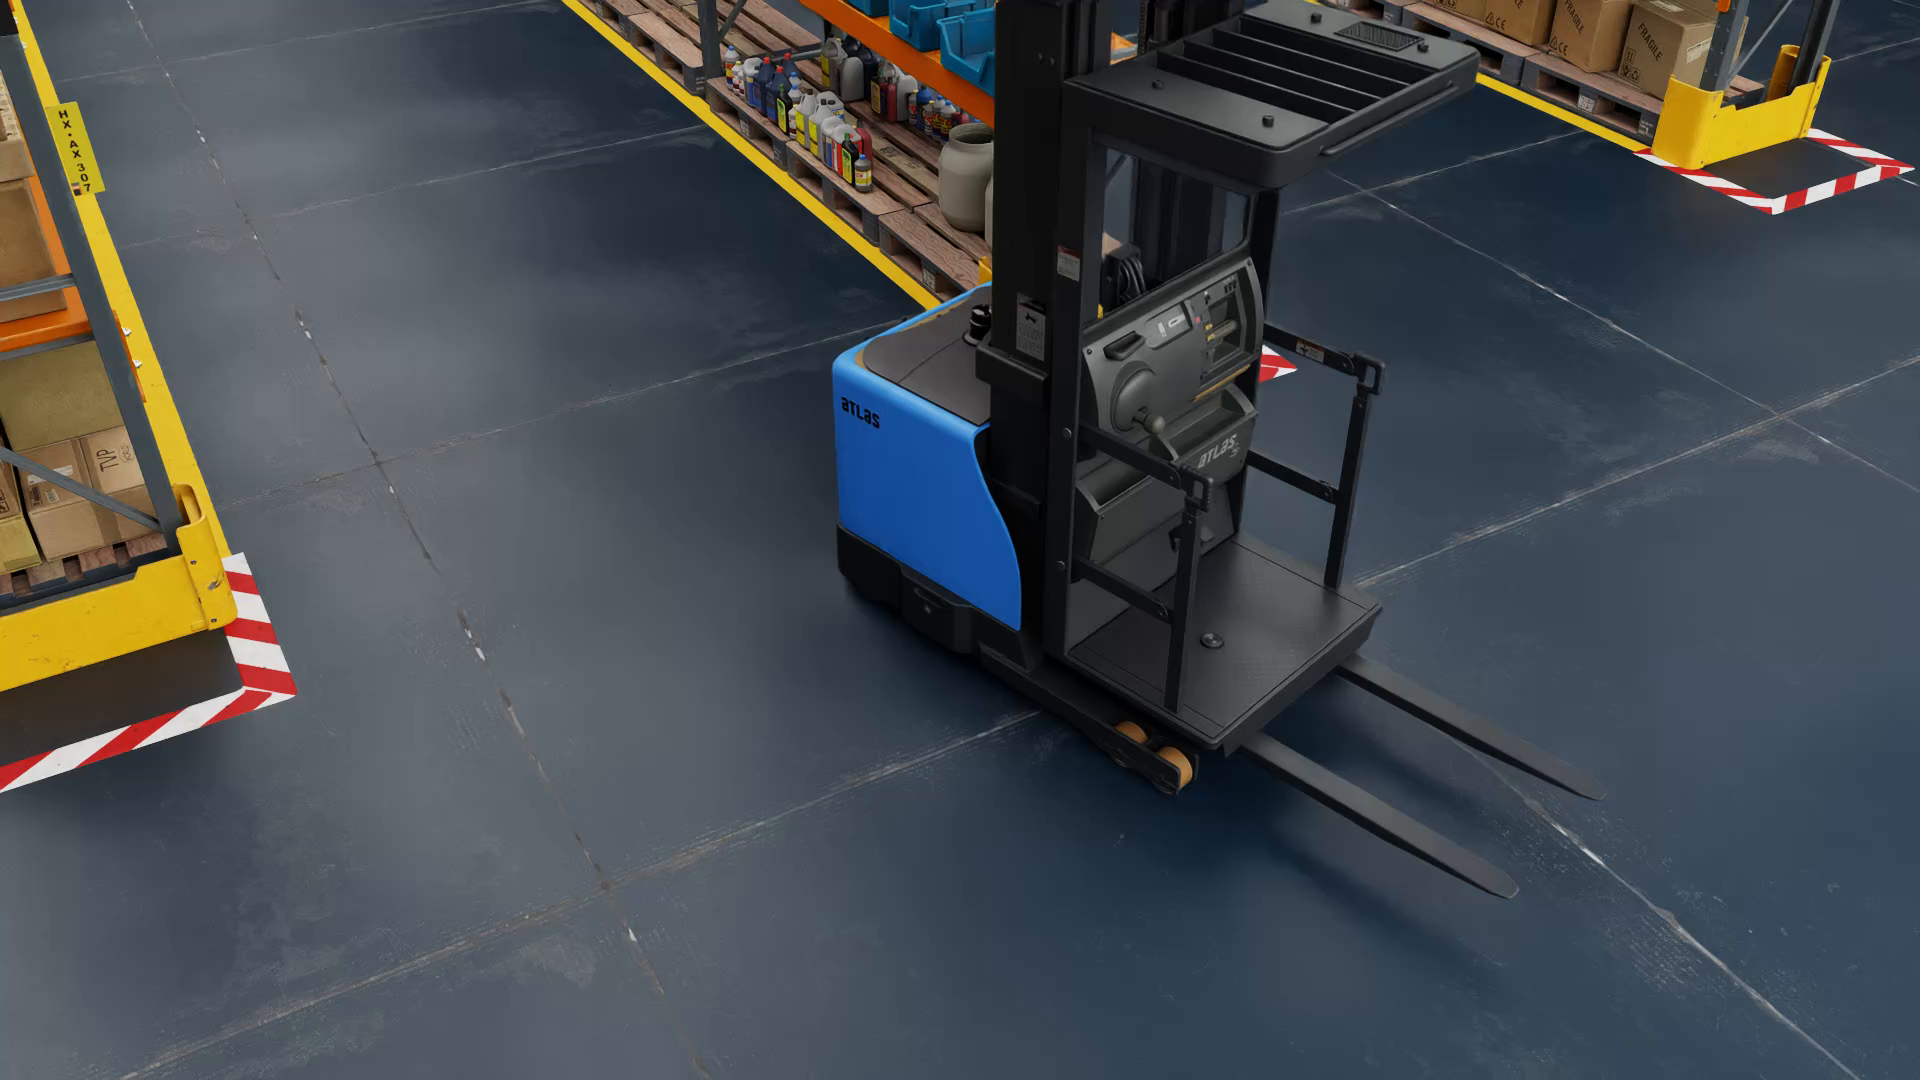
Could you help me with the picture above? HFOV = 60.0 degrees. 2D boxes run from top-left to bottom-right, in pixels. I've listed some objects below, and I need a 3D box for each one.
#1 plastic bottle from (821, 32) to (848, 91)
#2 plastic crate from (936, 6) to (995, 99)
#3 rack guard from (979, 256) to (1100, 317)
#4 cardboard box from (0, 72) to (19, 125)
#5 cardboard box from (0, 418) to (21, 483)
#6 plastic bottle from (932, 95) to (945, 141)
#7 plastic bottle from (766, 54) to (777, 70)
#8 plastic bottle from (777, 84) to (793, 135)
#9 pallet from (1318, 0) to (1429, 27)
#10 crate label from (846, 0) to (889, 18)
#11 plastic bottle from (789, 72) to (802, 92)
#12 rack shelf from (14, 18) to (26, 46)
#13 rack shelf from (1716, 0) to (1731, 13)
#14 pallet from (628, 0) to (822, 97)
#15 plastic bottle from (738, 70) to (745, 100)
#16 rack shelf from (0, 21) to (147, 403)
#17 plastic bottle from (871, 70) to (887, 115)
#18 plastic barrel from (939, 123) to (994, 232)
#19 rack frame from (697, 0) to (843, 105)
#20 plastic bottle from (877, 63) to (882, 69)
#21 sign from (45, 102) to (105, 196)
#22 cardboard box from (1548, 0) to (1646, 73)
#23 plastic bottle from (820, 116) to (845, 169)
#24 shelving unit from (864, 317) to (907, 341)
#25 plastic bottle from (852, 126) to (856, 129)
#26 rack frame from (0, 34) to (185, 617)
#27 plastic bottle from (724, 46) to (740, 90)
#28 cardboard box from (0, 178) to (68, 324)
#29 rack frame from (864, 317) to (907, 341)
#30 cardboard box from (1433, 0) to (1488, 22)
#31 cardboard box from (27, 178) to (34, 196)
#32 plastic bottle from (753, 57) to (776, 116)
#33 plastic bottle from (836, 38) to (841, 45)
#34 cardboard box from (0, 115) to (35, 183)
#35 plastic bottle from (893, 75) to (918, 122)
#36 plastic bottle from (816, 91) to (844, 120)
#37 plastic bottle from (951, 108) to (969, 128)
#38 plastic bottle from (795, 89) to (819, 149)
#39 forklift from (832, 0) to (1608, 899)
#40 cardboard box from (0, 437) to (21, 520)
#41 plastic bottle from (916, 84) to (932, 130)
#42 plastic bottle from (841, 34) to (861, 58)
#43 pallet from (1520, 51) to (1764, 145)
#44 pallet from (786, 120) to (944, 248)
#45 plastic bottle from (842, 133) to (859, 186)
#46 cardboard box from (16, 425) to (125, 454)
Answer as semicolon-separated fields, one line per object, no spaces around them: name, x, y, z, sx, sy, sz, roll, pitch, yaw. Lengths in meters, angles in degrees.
plastic bottle;-0.820;-3.136;10.873;0.144;0.351;0.185;-19;40;-24
plastic crate;0.231;-2.380;8.092;0.499;0.251;0.616;-19;40;-24
rack guard;0.662;-1.289;8.591;1.175;0.500;0.348;-19;40;-24
cardboard box;-3.814;-1.636;6.312;0.380;0.149;0.250;-19;40;-24
cardboard box;-4.330;-0.305;7.099;0.500;0.250;0.500;-19;40;-24
plastic bottle;-0.123;-2.593;10.197;0.097;0.271;0.097;0;36;0
plastic bottle;-1.210;-2.977;10.713;0.061;0.283;0.133;-19;40;-24
plastic bottle;-1.080;-2.667;10.289;0.061;0.283;0.133;-17;39;-22
pallet;3.382;-4.323;12.991;1.003;0.211;1.213;-19;40;-24
crate label;-0.417;-3.147;8.985;0.502;0.435;0.616;-19;40;-24
plastic bottle;-1.045;-2.817;10.504;0.097;0.271;0.097;0;36;0
rack shelf;-6.558;-3.577;10.215;1.077;0.370;4.000;-19;40;-24
rack shelf;4.019;-4.471;11.438;1.077;0.370;4.000;-19;40;-24
pallet;-1.697;-3.577;11.968;1.003;0.211;1.213;-19;40;-24
plastic bottle;-1.385;-2.965;10.766;0.097;0.201;0.097;0;36;0
rack shelf;-4.548;-1.538;7.422;1.077;0.370;4.000;-19;40;-24
plastic bottle;-0.513;-2.845;10.533;0.061;0.283;0.133;-19;40;-24
plastic barrel;0.093;-2.007;9.209;0.421;0.512;0.421;0;36;0
rack frame;-1.269;-4.314;10.613;1.000;3.000;0.127;-19;40;-24
plastic bottle;-0.481;-2.983;10.721;0.061;0.283;0.133;-16;39;-21
sign;-3.061;-1.351;5.756;0.100;0.325;0.005;-19;40;-24
cardboard box;4.394;-3.520;11.289;0.500;0.500;0.500;-9;37;-12
plastic bottle;-0.733;-2.366;9.882;0.152;0.276;0.135;-20;41;-25
shelving unit;-0.236;-0.485;7.151;0.210;0.900;0.258;30;45;34
plastic bottle;-0.635;-2.382;9.968;0.097;0.201;0.097;0;36;0
rack frame;-3.544;-0.808;5.813;1.000;3.000;0.127;-19;40;-24
plastic bottle;-1.487;-3.097;10.888;0.097;0.271;0.097;0;36;0
cardboard box;-3.767;-1.090;6.115;0.700;0.500;0.500;-19;40;-24
rack frame;-0.310;-0.526;7.208;0.006;0.900;0.240;30;45;34
cardboard box;3.855;-4.143;12.142;0.500;0.500;0.500;-23;42;-28
cardboard box;-4.280;-1.612;6.829;0.700;0.500;0.500;-19;40;-24
plastic bottle;-1.222;-2.887;10.533;0.144;0.351;0.185;-18;40;-23
plastic bottle;-0.817;-3.269;11.182;0.097;0.201;0.097;0;36;0
cardboard box;-3.555;-1.374;5.954;0.380;0.149;0.250;-19;40;-24
plastic bottle;-0.359;-2.802;10.479;0.152;0.276;0.135;-18;40;-23
plastic bottle;-0.798;-2.601;10.204;0.152;0.276;0.135;-19;40;-24
plastic bottle;0.002;-2.492;10.049;0.061;0.283;0.133;-18;40;-23
plastic bottle;-0.913;-2.574;10.104;0.144;0.351;0.185;-19;40;-24
forklift;0.899;-0.620;5.614;3.031;2.935;1.130;30;45;34
cardboard box;-4.070;-0.355;6.533;0.500;0.500;0.500;-19;40;-24
plastic bottle;-0.225;-2.696;10.338;0.097;0.271;0.097;0;36;0
plastic bottle;-0.696;-3.179;10.932;0.144;0.351;0.185;-20;41;-25
pallet;4.608;-3.079;11.287;1.003;0.211;1.213;-19;40;-24
pallet;-0.350;-2.210;10.097;1.003;0.211;1.213;-19;40;-24
plastic bottle;-0.635;-2.216;9.670;0.061;0.283;0.133;-18;40;-23
cardboard box;-3.875;-0.461;7.313;0.500;0.250;0.500;-19;40;-24
